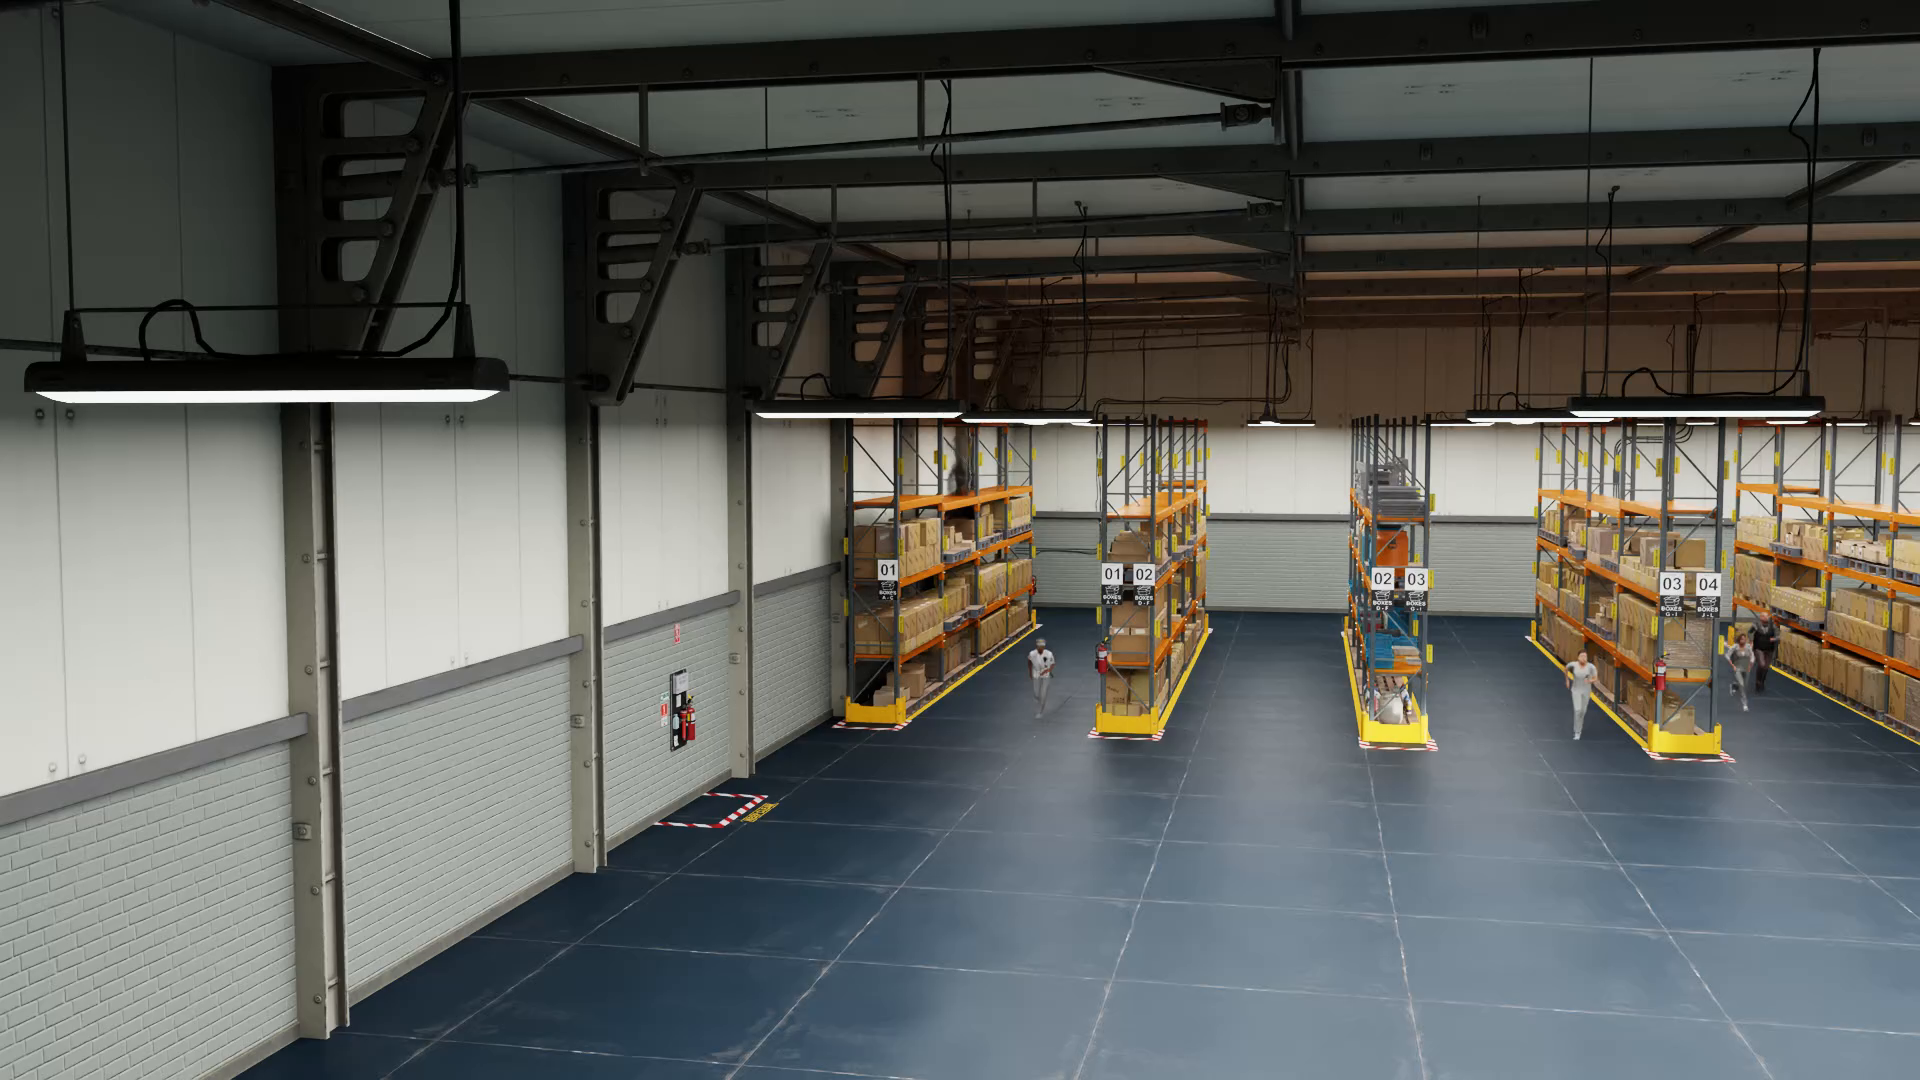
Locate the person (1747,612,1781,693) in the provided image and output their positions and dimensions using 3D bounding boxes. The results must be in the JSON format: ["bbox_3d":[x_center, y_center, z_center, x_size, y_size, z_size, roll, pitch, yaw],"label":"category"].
[{"bbox_3d":[17.565,2.451,36.327,0.635,1.769,0.747,1,4,12],"label":"person"}]

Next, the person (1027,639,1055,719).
[{"bbox_3d":[1.609,2.742,32.976,0.563,1.617,0.696,1,4,8],"label":"person"}]

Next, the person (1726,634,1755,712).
[{"bbox_3d":[15.989,2.689,34.131,0.540,1.584,0.870,0,4,5],"label":"person"}]

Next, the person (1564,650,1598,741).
[{"bbox_3d":[11.488,2.872,30.786,0.552,1.718,0.836,1,4,12],"label":"person"}]
